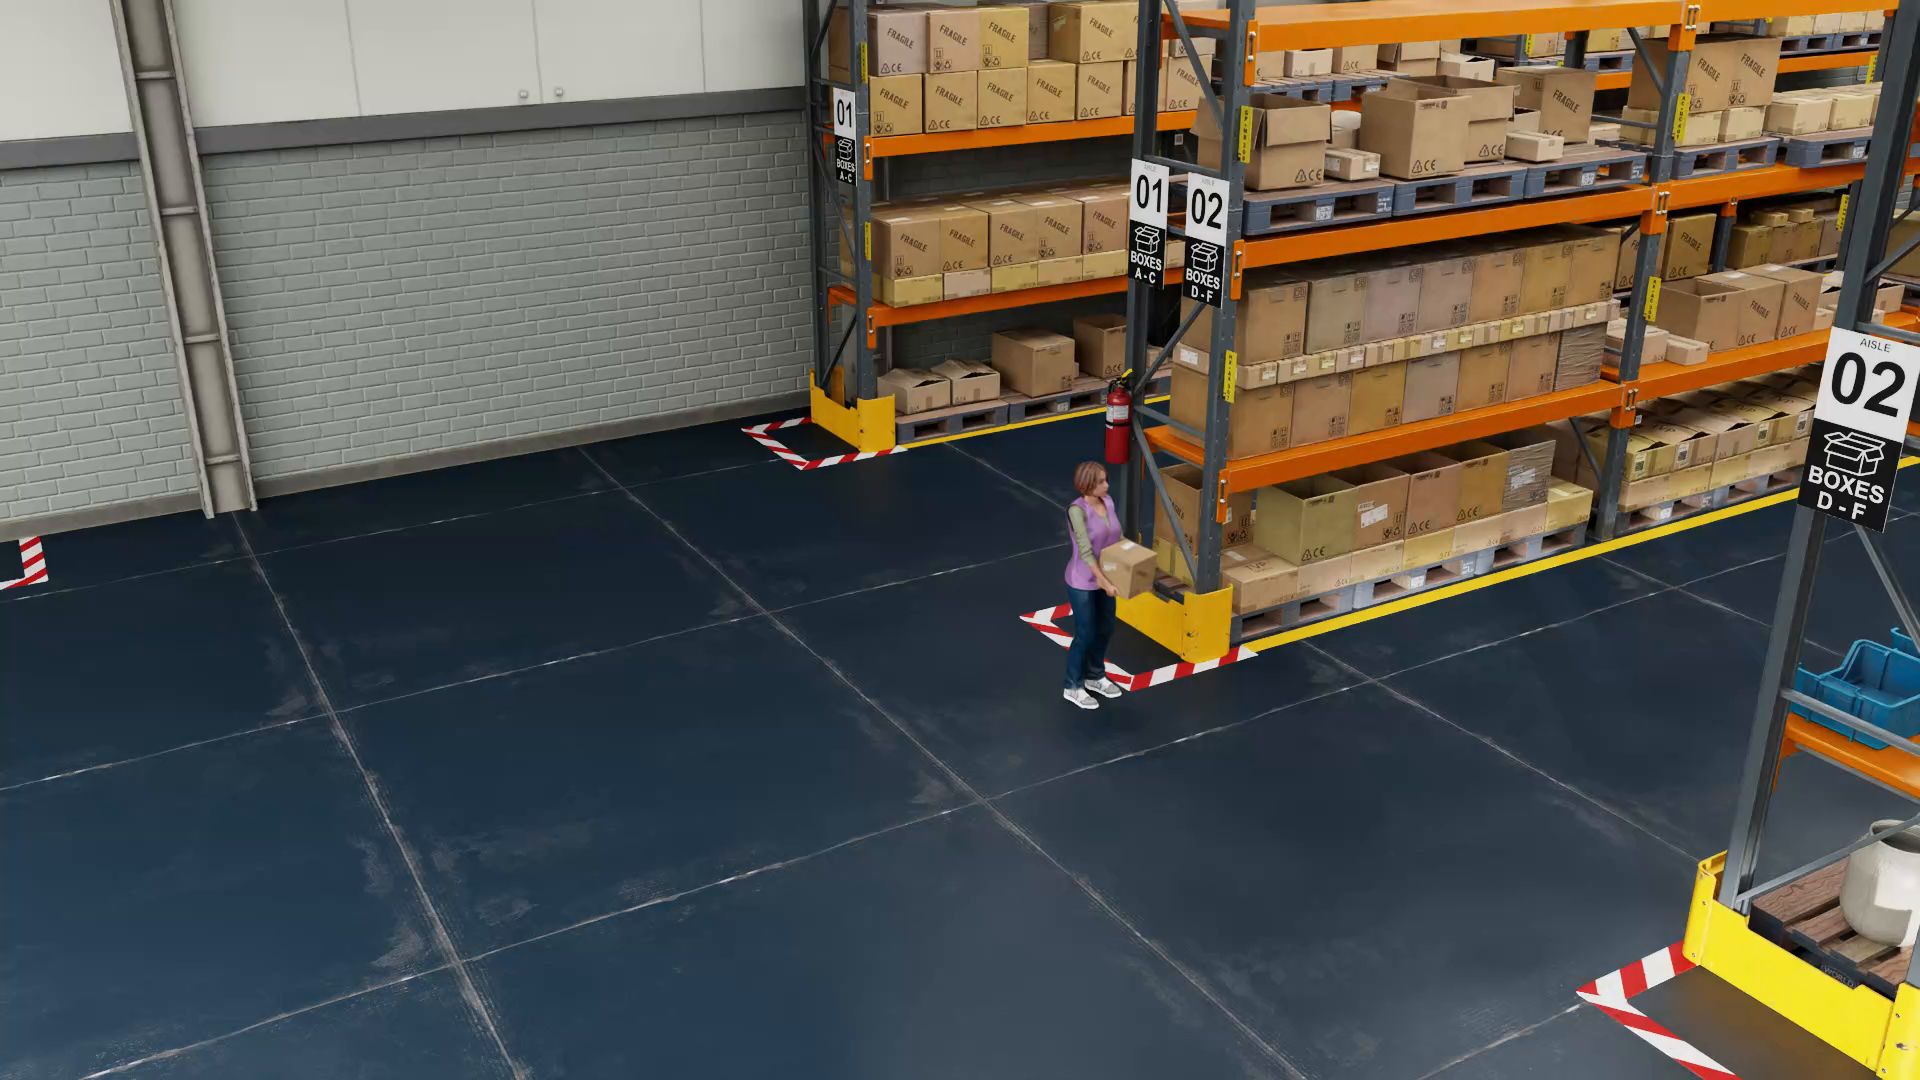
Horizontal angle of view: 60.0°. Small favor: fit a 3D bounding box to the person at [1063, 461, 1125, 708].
[{"bbox_3d":[0.894,0.294,10.386,0.489,1.593,0.405,20,29,40],"label":"person"}]
